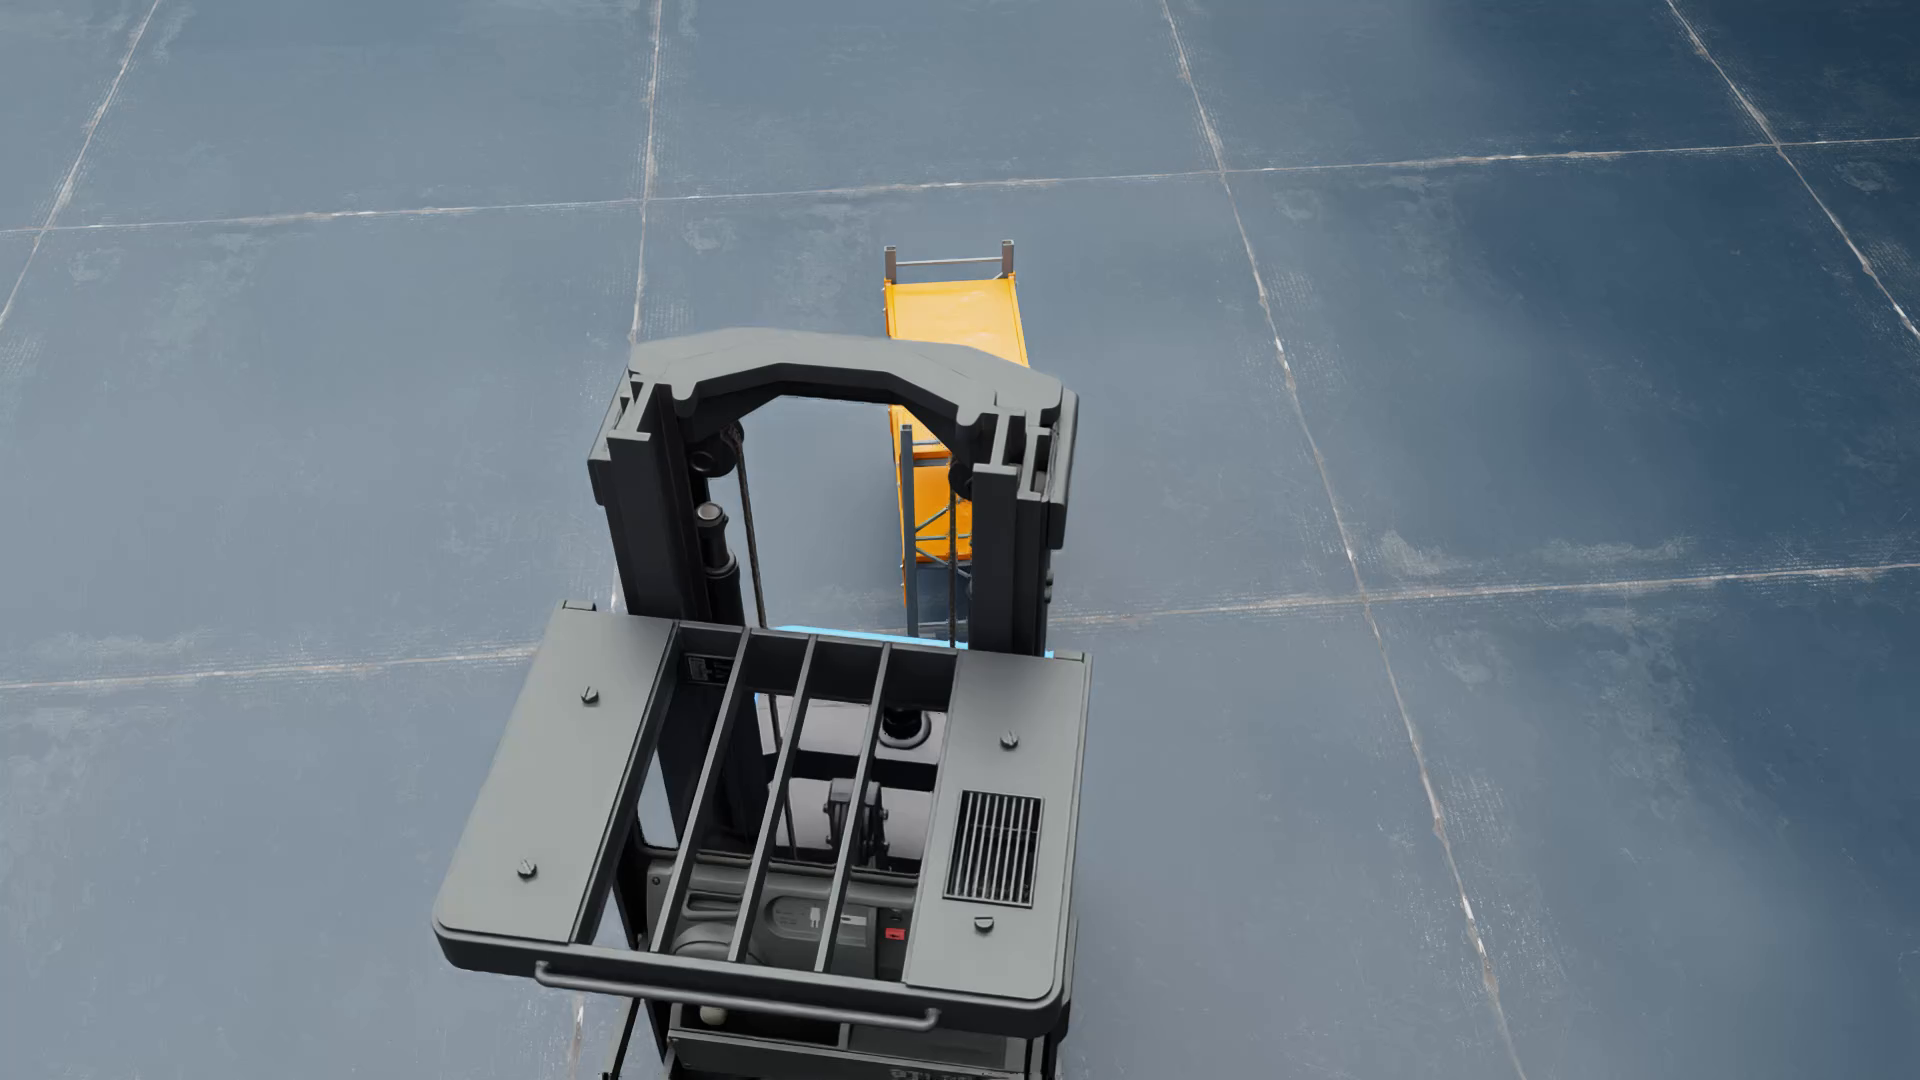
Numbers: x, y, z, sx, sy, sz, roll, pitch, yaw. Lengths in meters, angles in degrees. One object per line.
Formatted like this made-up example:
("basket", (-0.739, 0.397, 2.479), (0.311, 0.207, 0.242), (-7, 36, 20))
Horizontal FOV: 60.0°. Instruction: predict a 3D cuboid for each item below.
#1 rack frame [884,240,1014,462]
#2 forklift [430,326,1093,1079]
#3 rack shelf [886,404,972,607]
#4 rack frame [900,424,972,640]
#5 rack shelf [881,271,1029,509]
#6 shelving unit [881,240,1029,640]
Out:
("rack frame", (-0.042, -0.750, 6.822), (0.500, 1.125, 0.032), (-3, 47, -3))
("forklift", (-0.315, 1.095, 3.830), (1.130, 2.935, 3.031), (6, 47, 5))
("rack shelf", (0.001, -0.214, 6.651), (0.538, 0.278, 1.000), (-3, 47, -3))
("rack frame", (0.043, -0.014, 6.125), (0.500, 1.125, 0.032), (-3, 47, -3))
("rack shelf", (0.001, -0.583, 6.261), (0.538, 0.278, 1.000), (-3, 47, -3))
("shelving unit", (0.001, -0.382, 6.473), (0.538, 1.125, 1.048), (-3, 47, -3))
